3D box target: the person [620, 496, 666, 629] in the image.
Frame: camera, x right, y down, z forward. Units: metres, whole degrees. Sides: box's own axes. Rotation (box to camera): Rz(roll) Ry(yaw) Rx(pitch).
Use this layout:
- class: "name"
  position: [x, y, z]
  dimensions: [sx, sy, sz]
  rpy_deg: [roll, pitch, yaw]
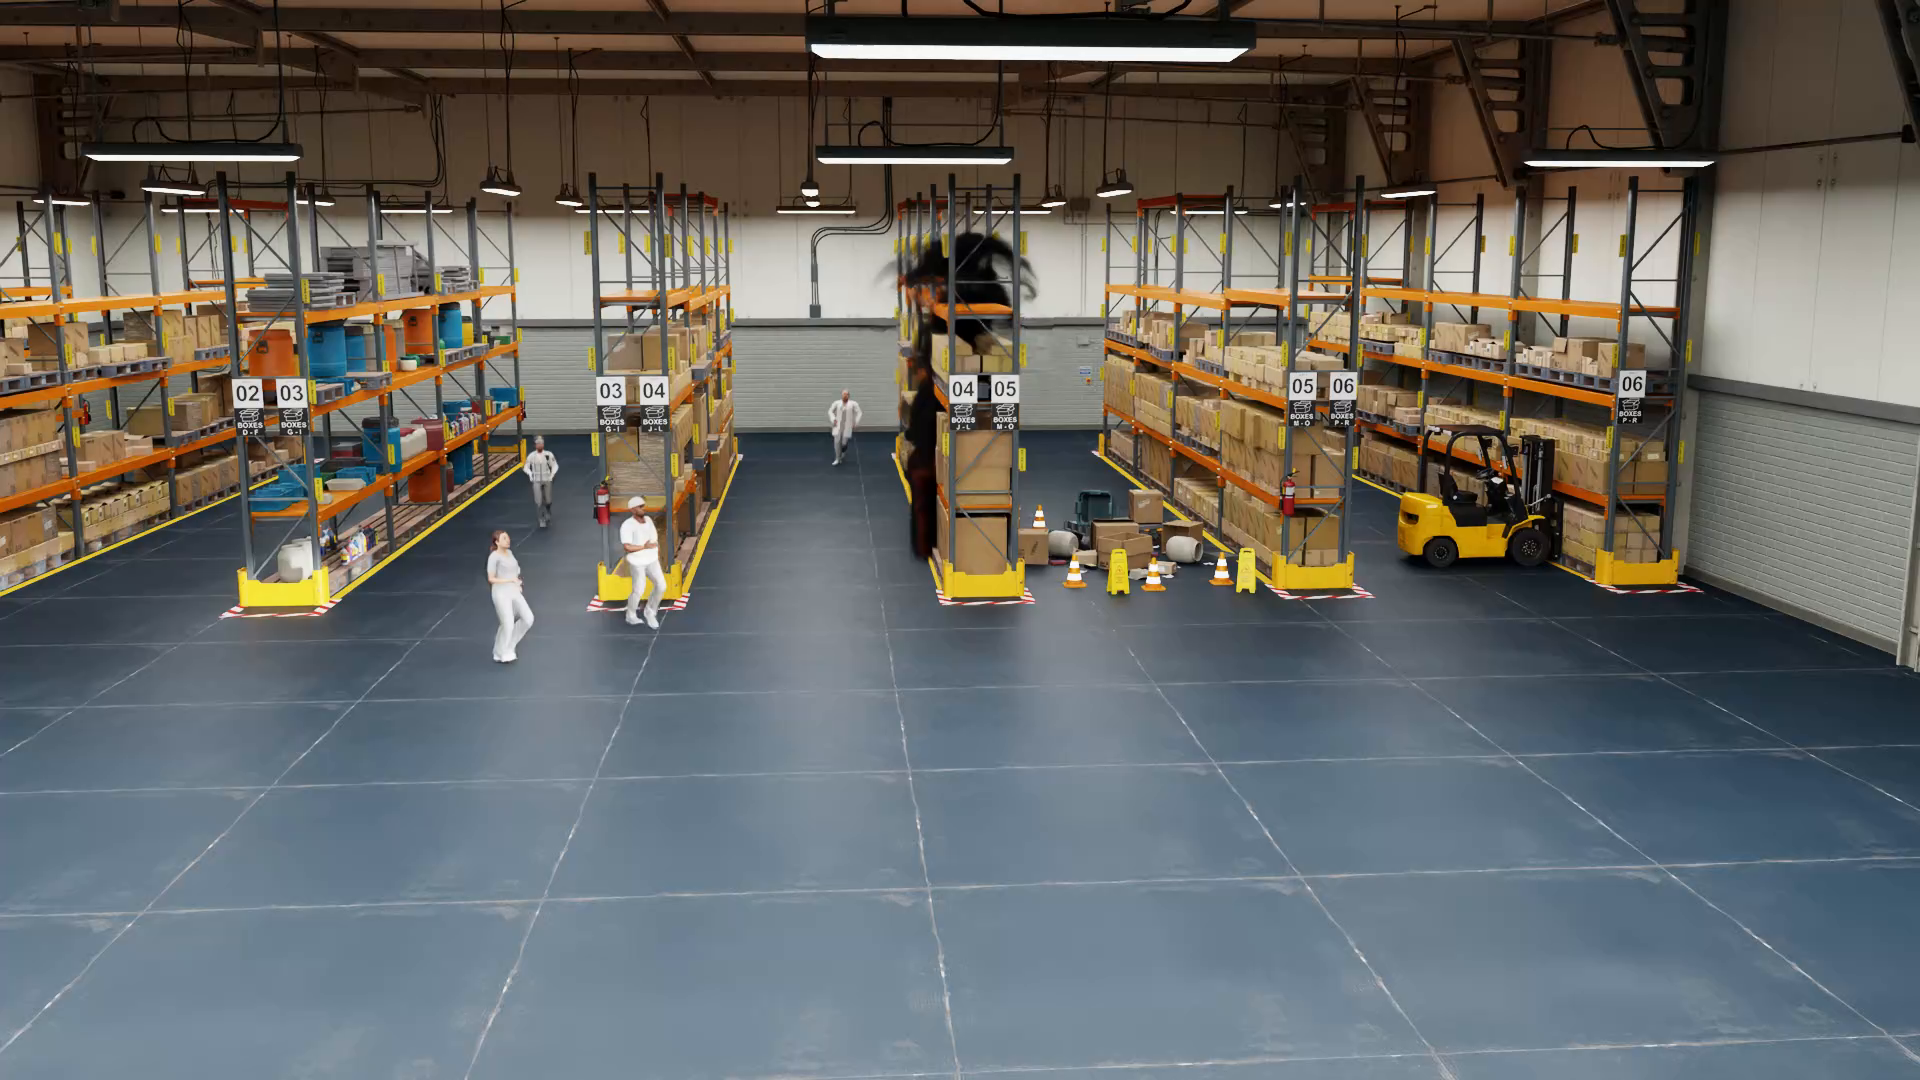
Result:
- class: "person"
  position: [-4.167, 0.311, 21.907]
  dimensions: [0.700, 1.788, 0.677]
  rpy_deg: [9, 13, 40]

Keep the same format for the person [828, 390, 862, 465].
- class: "person"
  position: [-2.684, -2.640, 38.764]
  dimensions: [0.779, 1.727, 0.645]
  rpy_deg: [1, 10, 4]

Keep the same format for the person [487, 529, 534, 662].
- class: "person"
  position: [-5.433, 0.801, 20.116]
  dimensions: [0.577, 1.376, 0.552]
  rpy_deg: [5, 11, 26]

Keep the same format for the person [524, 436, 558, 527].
- class: "person"
  position: [-7.536, -1.061, 29.954]
  dimensions: [0.612, 1.648, 0.551]
  rpy_deg: [-3, 10, -14]
